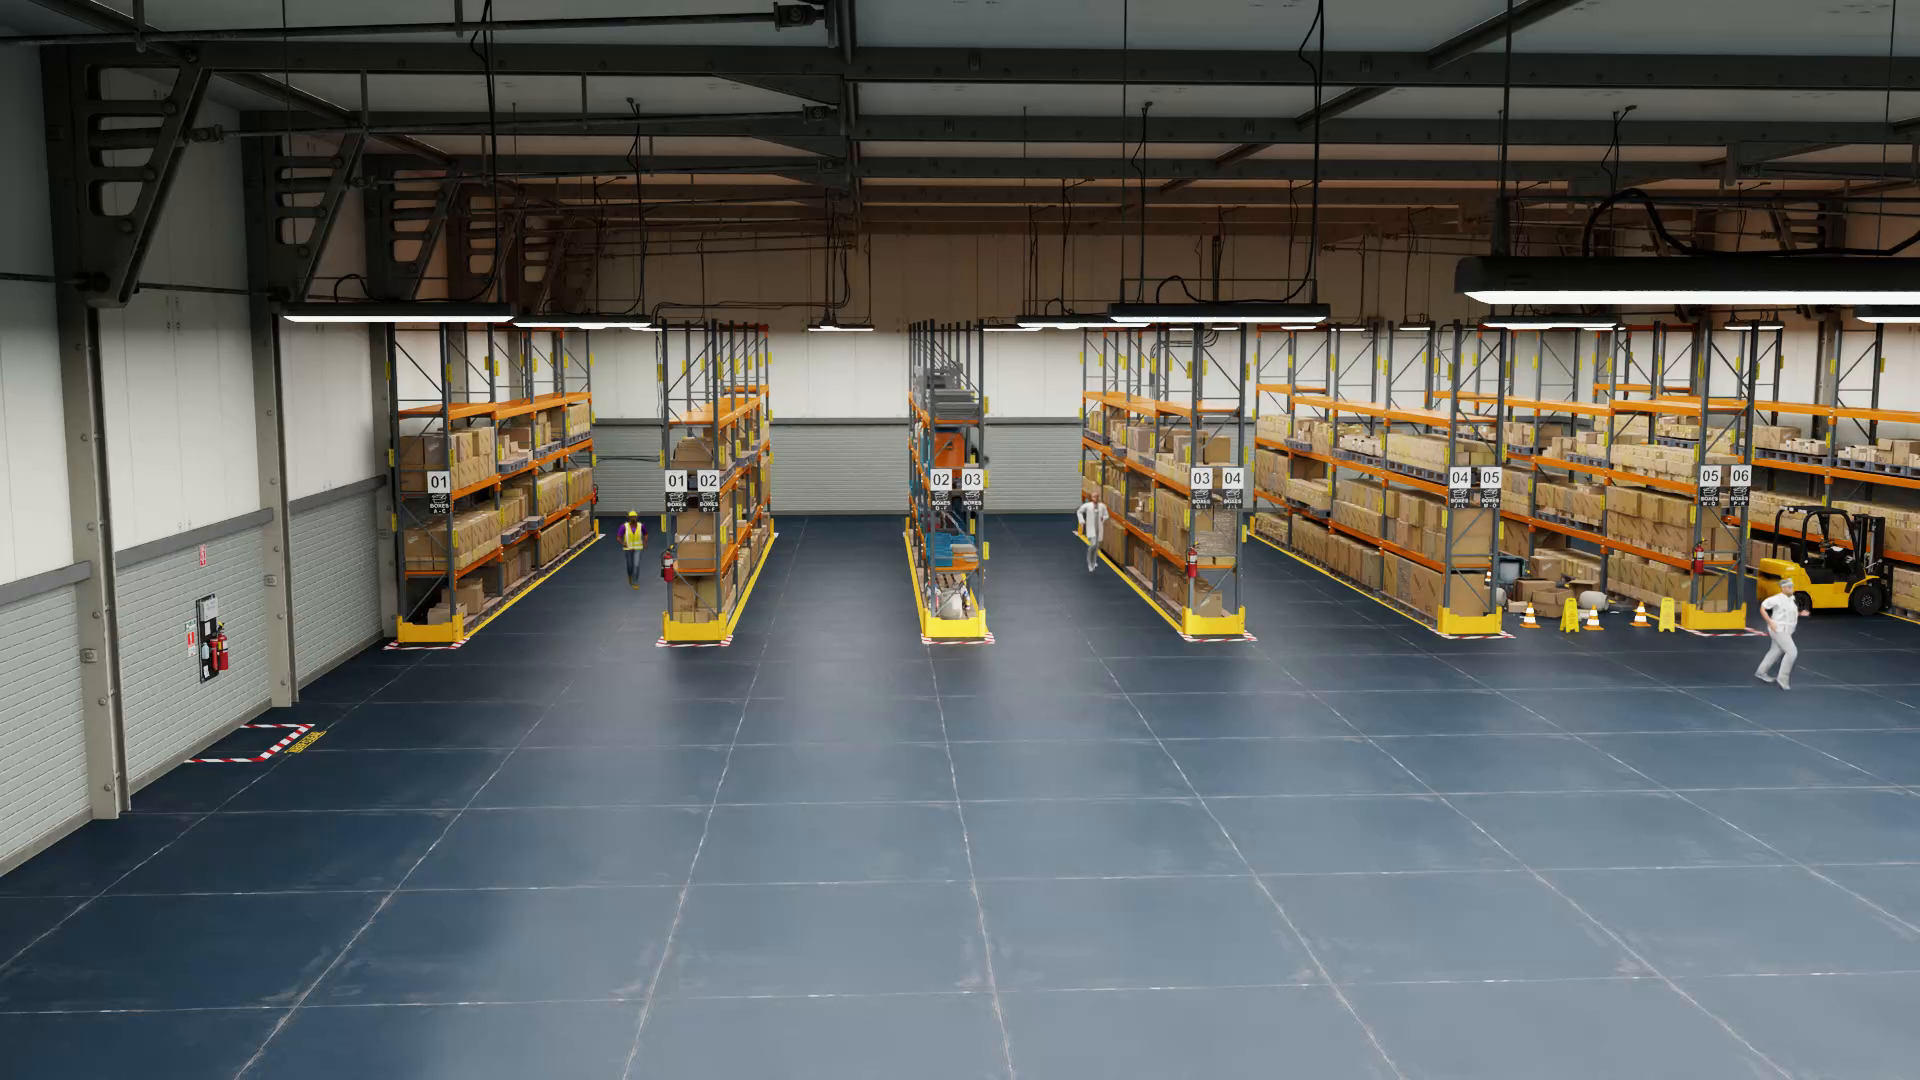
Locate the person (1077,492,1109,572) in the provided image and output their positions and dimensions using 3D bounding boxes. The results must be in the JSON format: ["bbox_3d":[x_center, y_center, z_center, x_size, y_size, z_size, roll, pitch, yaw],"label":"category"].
[{"bbox_3d":[3.132,-0.192,38.677,0.675,1.847,0.756,-2,7,-15],"label":"person"}]

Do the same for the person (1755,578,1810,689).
[{"bbox_3d":[13.423,1.525,27.128,0.625,1.862,0.769,-7,10,-44],"label":"person"}]

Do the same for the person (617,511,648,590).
[{"bbox_3d":[-7.400,0.217,37.625,0.703,1.758,0.853,-2,7,-12],"label":"person"}]

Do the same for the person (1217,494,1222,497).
[{"bbox_3d":[7.203,-0.897,46.945,0.716,1.655,0.540,2,7,14],"label":"person"}]
